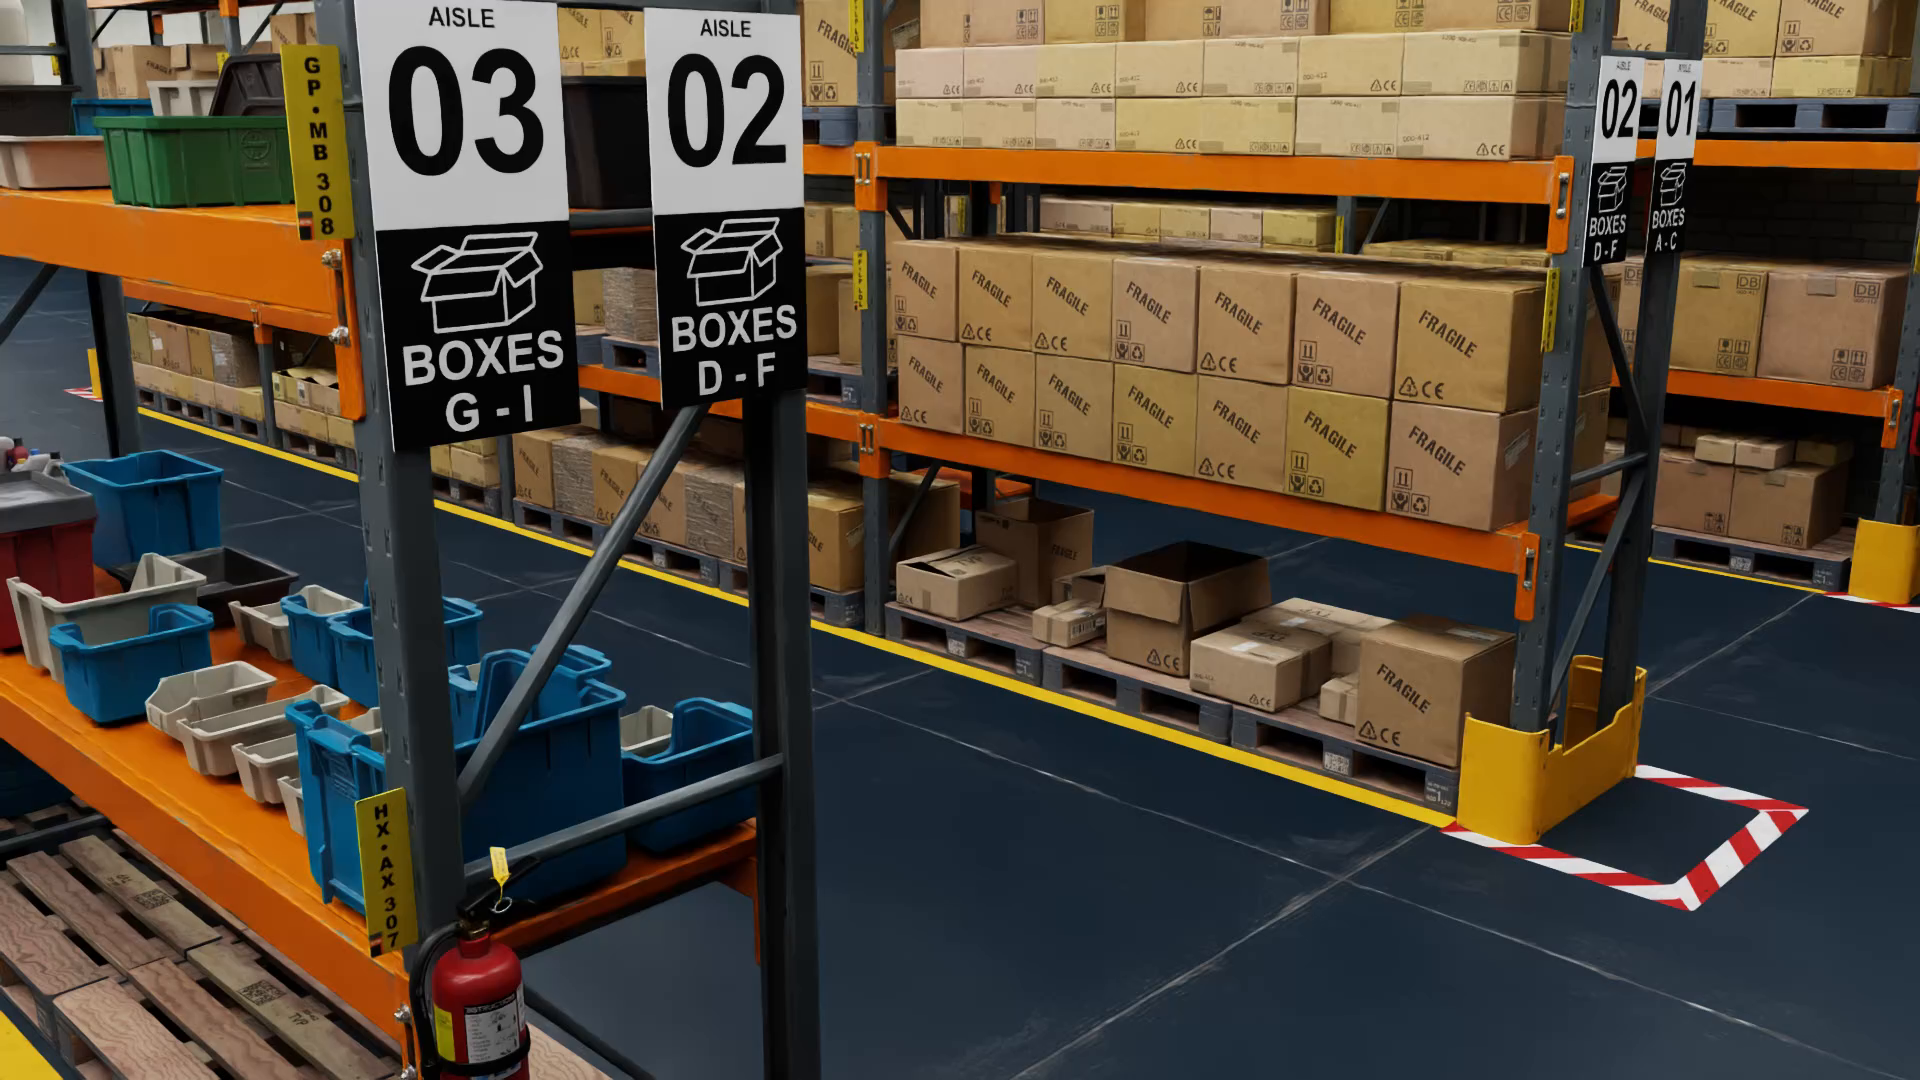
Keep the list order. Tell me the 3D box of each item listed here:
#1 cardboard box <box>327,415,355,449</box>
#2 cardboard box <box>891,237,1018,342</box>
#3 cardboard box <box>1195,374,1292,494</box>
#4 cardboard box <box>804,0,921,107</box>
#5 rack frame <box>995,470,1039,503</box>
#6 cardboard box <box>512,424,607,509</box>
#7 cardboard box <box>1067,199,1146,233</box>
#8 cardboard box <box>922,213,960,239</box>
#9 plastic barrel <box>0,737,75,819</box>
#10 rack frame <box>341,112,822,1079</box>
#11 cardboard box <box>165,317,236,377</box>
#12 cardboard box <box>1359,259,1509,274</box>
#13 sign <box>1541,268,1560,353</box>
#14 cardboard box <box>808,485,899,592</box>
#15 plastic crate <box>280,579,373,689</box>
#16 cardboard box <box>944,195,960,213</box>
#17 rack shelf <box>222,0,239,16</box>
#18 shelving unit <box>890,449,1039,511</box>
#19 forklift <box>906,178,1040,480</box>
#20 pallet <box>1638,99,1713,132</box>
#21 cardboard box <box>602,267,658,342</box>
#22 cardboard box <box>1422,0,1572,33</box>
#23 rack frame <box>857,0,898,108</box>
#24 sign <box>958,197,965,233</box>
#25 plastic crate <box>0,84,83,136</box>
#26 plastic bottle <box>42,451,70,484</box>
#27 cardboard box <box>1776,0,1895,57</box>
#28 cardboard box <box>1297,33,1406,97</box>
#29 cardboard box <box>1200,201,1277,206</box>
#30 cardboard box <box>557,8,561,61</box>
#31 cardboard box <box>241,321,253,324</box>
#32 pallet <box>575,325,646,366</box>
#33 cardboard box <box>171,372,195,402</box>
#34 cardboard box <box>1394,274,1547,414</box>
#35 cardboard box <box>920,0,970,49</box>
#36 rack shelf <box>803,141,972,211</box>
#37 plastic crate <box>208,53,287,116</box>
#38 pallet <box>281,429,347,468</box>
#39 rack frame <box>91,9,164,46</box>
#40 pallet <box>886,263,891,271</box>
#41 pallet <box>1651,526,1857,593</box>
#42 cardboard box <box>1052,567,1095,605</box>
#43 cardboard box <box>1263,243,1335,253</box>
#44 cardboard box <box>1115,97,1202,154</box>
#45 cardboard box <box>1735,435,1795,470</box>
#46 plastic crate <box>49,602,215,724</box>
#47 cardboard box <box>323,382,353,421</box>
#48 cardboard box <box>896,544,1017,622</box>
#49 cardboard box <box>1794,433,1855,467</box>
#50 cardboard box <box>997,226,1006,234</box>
[{"bbox_3d":[-5.069,-0.959,14.282,0.500,0.250,0.500,13,19,41],"label":"cardboard box"},{"bbox_3d":[-0.026,-1.380,9.098,0.500,0.500,0.500,-14,20,-43],"label":"cardboard box"},{"bbox_3d":[1.467,-0.537,7.846,0.500,0.500,0.500,14,20,43],"label":"cardboard box"},{"bbox_3d":[-0.482,-2.834,9.682,0.600,0.600,0.600,11,18,37],"label":"cardboard box"},{"bbox_3d":[0.371,-0.454,11.444,0.032,1.125,0.500,14,20,42],"label":"rack frame"},{"bbox_3d":[-2.920,-0.553,12.191,0.500,0.500,0.500,-13,20,-42],"label":"cardboard box"},{"bbox_3d":[1.284,-2.839,14.564,0.500,0.250,0.500,14,20,43],"label":"cardboard box"},{"bbox_3d":[0.041,-2.923,16.130,0.500,0.500,0.700,11,18,36],"label":"cardboard box"},{"bbox_3d":[-3.991,0.631,6.890,0.708,0.901,0.600,14,20,42],"label":"plastic barrel"},{"bbox_3d":[-0.731,0.617,3.614,0.127,3.000,1.000,14,20,42],"label":"rack frame"},{"bbox_3d":[-7.499,-1.920,16.484,0.500,0.500,0.500,14,20,42],"label":"cardboard box"},{"bbox_3d":[2.191,-1.029,7.751,0.500,0.500,0.500,14,20,43],"label":"cardboard box"},{"bbox_3d":[2.310,-0.897,6.503,0.005,0.325,0.100,14,20,42],"label":"sign"},{"bbox_3d":[-0.724,-0.019,10.141,0.500,0.500,0.500,14,20,42],"label":"cardboard box"},{"bbox_3d":[-1.845,0.283,5.109,0.300,0.233,0.416,14,20,42],"label":"plastic crate"},{"bbox_3d":[-0.125,-3.265,16.156,0.250,0.149,0.380,10,17,33],"label":"cardboard box"},{"bbox_3d":[-4.489,-4.393,13.164,4.000,0.370,1.077,14,20,42],"label":"rack shelf"},{"bbox_3d":[0.005,-0.543,11.786,1.048,1.125,0.538,14,20,42],"label":"shelving unit"},{"bbox_3d":[0.156,-2.218,14.631,1.130,2.935,3.031,1,15,3],"label":"forklift"},{"bbox_3d":[4.721,-2.931,11.459,1.213,0.211,1.003,14,20,42],"label":"pallet"},{"bbox_3d":[-1.992,-1.648,11.278,0.700,0.500,0.500,-10,18,-34],"label":"cardboard box"},{"bbox_3d":[2.328,-2.352,6.879,0.500,0.500,0.700,14,20,42],"label":"cardboard box"},{"bbox_3d":[-0.170,-3.884,8.993,0.127,3.000,1.000,14,20,42],"label":"rack frame"},{"bbox_3d":[0.016,-3.003,15.369,0.005,0.325,0.100,14,20,42],"label":"sign"},{"bbox_3d":[-2.907,-1.204,4.914,0.590,0.269,0.497,14,20,42],"label":"plastic crate"},{"bbox_3d":[-3.669,-0.186,6.797,0.185,0.351,0.144,14,20,42],"label":"plastic bottle"},{"bbox_3d":[5.429,-3.253,10.298,0.500,0.500,0.500,14,20,42],"label":"cardboard box"},{"bbox_3d":[1.802,-2.033,7.143,0.500,0.250,0.500,14,20,42],"label":"cardboard box"},{"bbox_3d":[2.370,-2.751,14.226,0.500,0.250,0.500,13,19,40],"label":"cardboard box"},{"bbox_3d":[-2.740,-3.588,11.621,0.500,0.500,0.500,14,20,42],"label":"cardboard box"},{"bbox_3d":[-6.766,-1.930,16.523,0.500,0.500,0.500,14,20,42],"label":"cardboard box"},{"bbox_3d":[-2.513,-1.483,12.054,1.003,0.211,1.213,14,20,42],"label":"pallet"},{"bbox_3d":[-7.498,-1.557,16.579,0.500,0.250,0.500,14,20,42],"label":"cardboard box"},{"bbox_3d":[2.198,-0.841,7.031,0.500,0.500,0.500,13,20,42],"label":"cardboard box"},{"bbox_3d":[0.206,-2.887,8.932,0.500,0.500,0.700,14,20,42],"label":"cardboard box"},{"bbox_3d":[-1.610,-2.435,10.805,4.000,0.370,1.077,14,20,42],"label":"rack shelf"},{"bbox_3d":[-1.640,-1.122,4.461,0.767,0.338,0.504,14,20,42],"label":"plastic crate"},{"bbox_3d":[-5.372,-0.910,15.006,1.213,0.211,1.003,14,20,42],"label":"pallet"},{"bbox_3d":[-8.809,-5.984,17.053,0.127,3.000,1.000,14,20,42],"label":"rack frame"},{"bbox_3d":[-0.201,-2.594,16.318,1.003,0.211,1.213,14,20,42],"label":"pallet"},{"bbox_3d":[5.515,0.043,11.350,1.213,0.211,1.003,14,20,42],"label":"pallet"},{"bbox_3d":[0.748,0.288,9.658,0.250,0.149,0.380,14,20,42],"label":"cardboard box"},{"bbox_3d":[2.758,-2.118,13.284,0.500,0.500,0.500,13,20,41],"label":"cardboard box"},{"bbox_3d":[1.086,-1.967,7.882,0.500,0.250,0.500,14,20,42],"label":"cardboard box"},{"bbox_3d":[5.353,-0.582,11.056,0.250,0.149,0.380,13,20,42],"label":"cardboard box"},{"bbox_3d":[-2.388,0.356,4.829,0.300,0.233,0.416,14,20,42],"label":"plastic crate"},{"bbox_3d":[-5.074,-1.229,14.208,0.500,0.311,0.500,13,19,40],"label":"cardboard box"},{"bbox_3d":[-0.018,0.220,9.600,0.500,0.311,0.500,14,20,42],"label":"cardboard box"},{"bbox_3d":[5.801,-0.607,11.152,0.250,0.149,0.380,14,20,43],"label":"cardboard box"},{"bbox_3d":[0.558,-2.652,15.332,0.500,0.500,0.500,-14,20,-43],"label":"cardboard box"}]
